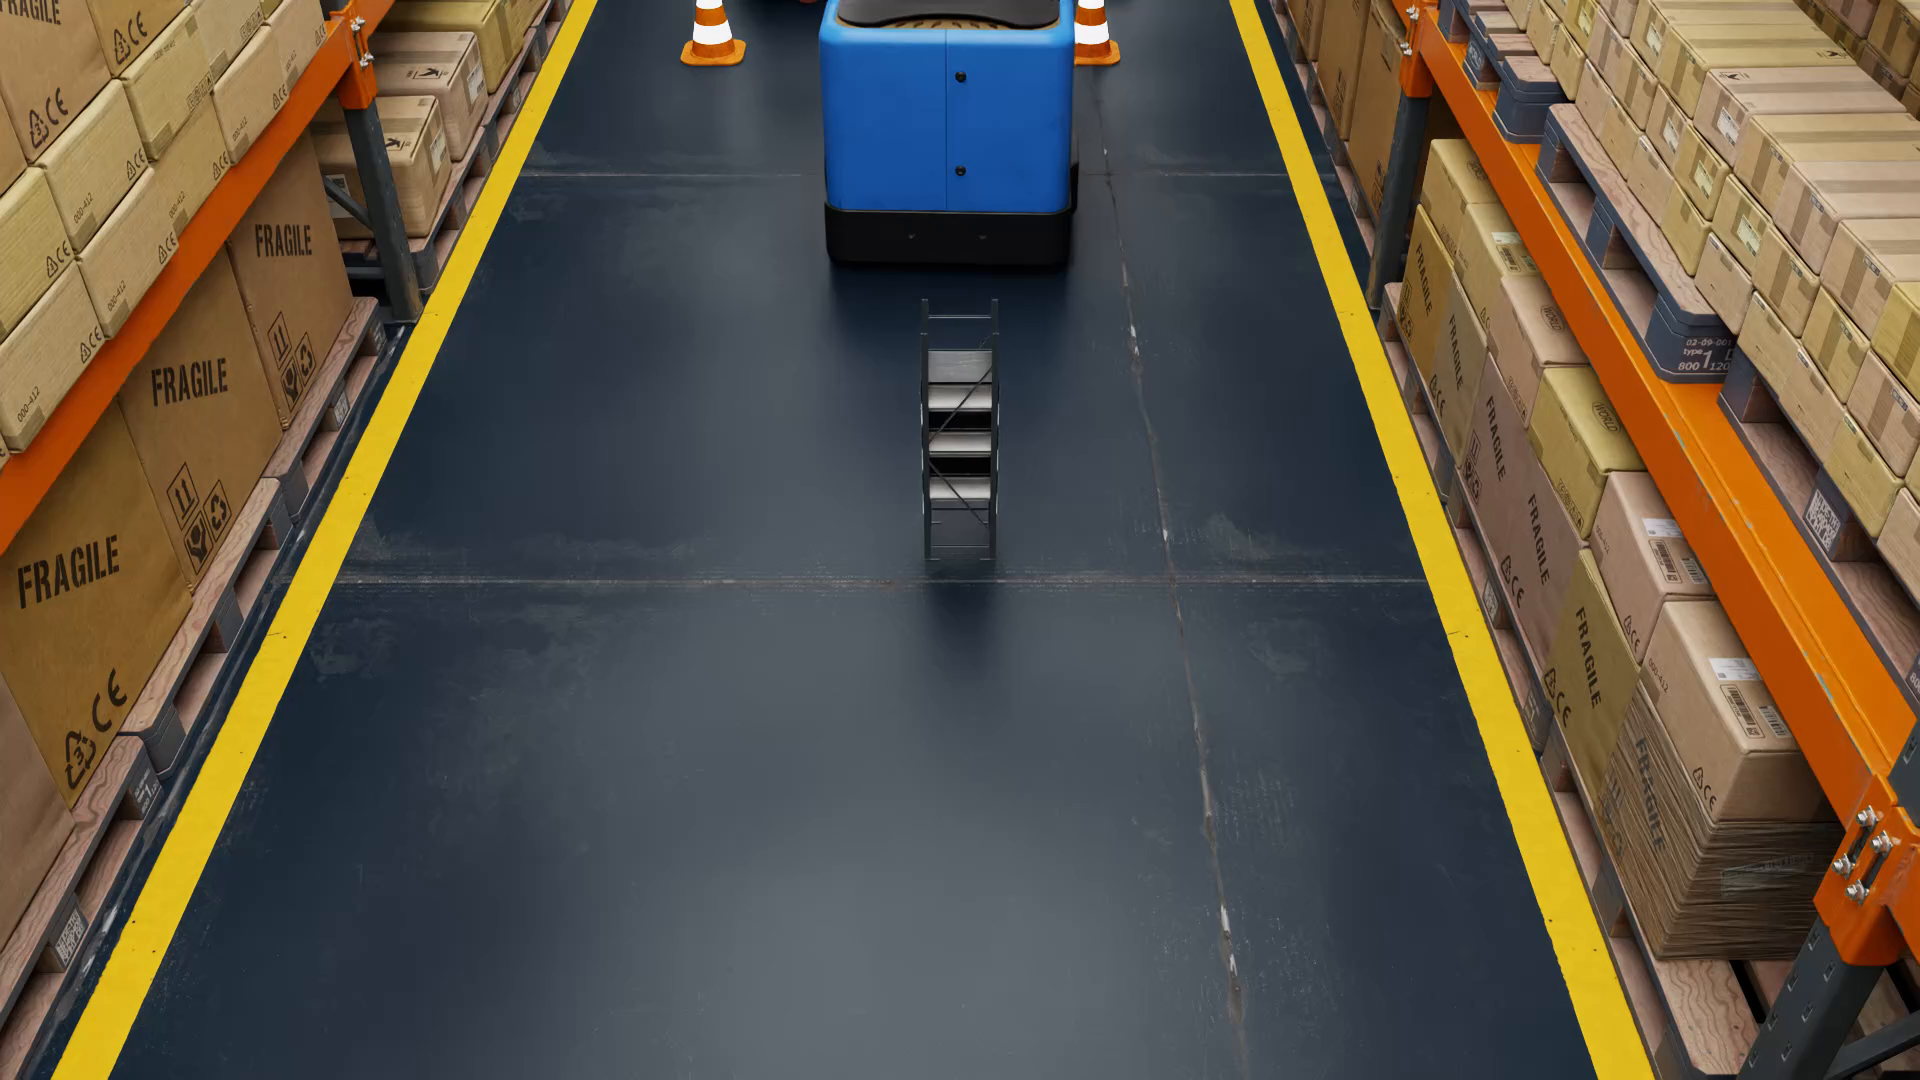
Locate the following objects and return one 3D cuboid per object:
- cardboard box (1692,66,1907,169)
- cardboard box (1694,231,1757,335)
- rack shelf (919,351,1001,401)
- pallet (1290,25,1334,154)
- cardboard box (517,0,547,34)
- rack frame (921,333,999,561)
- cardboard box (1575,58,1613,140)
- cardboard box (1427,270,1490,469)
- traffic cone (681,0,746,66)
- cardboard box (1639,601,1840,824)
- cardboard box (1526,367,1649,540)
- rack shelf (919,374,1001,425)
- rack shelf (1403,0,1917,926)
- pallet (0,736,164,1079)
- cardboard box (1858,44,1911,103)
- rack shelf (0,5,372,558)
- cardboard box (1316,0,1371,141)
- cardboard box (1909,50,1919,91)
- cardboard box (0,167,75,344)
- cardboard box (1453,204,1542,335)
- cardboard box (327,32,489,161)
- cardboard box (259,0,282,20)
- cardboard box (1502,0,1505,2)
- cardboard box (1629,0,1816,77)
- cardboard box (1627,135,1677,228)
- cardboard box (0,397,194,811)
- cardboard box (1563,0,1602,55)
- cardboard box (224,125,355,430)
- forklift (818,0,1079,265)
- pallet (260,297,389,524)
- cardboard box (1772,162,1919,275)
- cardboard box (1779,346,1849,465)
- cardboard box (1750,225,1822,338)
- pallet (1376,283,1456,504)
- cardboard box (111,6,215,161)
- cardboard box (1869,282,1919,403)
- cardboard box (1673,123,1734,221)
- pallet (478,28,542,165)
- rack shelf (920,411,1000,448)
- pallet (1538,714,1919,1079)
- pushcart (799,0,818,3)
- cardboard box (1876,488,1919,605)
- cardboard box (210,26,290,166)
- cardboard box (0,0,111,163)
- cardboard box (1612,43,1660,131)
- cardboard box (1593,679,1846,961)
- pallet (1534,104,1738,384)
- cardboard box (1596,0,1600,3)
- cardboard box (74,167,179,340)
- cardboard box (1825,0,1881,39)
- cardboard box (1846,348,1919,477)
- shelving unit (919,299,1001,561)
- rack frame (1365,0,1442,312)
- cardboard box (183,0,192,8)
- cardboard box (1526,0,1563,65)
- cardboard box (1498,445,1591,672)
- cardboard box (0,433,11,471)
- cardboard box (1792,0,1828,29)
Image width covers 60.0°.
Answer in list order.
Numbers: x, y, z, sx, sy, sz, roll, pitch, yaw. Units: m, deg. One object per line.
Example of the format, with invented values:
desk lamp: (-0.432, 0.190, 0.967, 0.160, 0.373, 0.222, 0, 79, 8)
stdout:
cardboard box: (2.020, -1.022, 4.016, 0.380, 0.149, 0.250, -2, 39, -2)
cardboard box: (2.012, -0.621, 3.992, 0.380, 0.149, 0.250, -2, 39, -2)
rack shelf: (0.000, -0.531, 5.314, 0.258, 0.077, 0.200, 0, 39, 0)
pallet: (2.287, -2.326, 8.483, 1.003, 0.211, 1.213, 0, 39, 0)
cardboard box: (-2.736, -2.955, 8.805, 0.950, 0.372, 0.625, 2, 39, 3)
rack frame: (0.000, -0.282, 5.383, 0.240, 0.900, 0.006, 0, 39, 0)
cardboard box: (2.016, -1.274, 4.806, 0.380, 0.149, 0.250, 1, 39, 1)
cardboard box: (1.961, -0.591, 5.752, 0.500, 0.500, 0.500, 0, 39, 0)
traffic cone: (-1.342, -2.830, 8.911, 0.336, 0.463, 0.334, 0, 39, 0)
cardboard box: (1.962, 0.395, 3.922, 0.500, 0.250, 0.500, -1, 39, -1)
cardboard box: (1.960, -0.257, 4.736, 0.500, 0.250, 0.500, -2, 39, -2)
rack shelf: (0.000, -0.461, 5.371, 0.258, 0.077, 0.200, 0, 39, 0)
rack shelf: (2.214, -0.628, 4.711, 1.077, 0.370, 4.000, 0, 39, 0)
pallet: (-2.810, 1.014, 4.316, 1.003, 0.211, 1.213, 0, 39, 0)
cardboard box: (2.671, -1.226, 4.509, 0.380, 0.149, 0.250, 1, 39, 1)
rack shelf: (-2.736, -0.562, 4.627, 1.077, 0.370, 4.000, 0, 39, 0)
cardboard box: (2.296, -2.373, 7.776, 1.050, 0.750, 0.750, 1, 39, 1)
cardboard box: (2.669, -1.180, 4.213, 0.380, 0.149, 0.250, 1, 39, 1)
cardboard box: (-2.455, -0.645, 3.877, 0.500, 0.250, 0.500, 0, 39, 1)
cardboard box: (1.971, -0.892, 5.528, 0.500, 0.250, 0.500, 0, 39, -1)
cardboard box: (-2.738, -2.046, 7.670, 0.950, 0.372, 0.625, -1, 39, -1)
cardboard box: (-2.484, -1.927, 5.476, 0.500, 0.250, 0.500, 0, 39, 0)
cardboard box: (2.010, -1.946, 5.644, 0.380, 0.149, 0.250, -1, 39, -1)
cardboard box: (2.021, -1.347, 4.421, 0.380, 0.149, 0.250, 1, 39, 1)
cardboard box: (2.013, -0.954, 4.407, 0.380, 0.149, 0.250, -1, 39, -2)
cardboard box: (-2.823, 0.121, 4.564, 0.875, 0.875, 0.875, 1, 39, 1)
cardboard box: (2.018, -1.545, 4.907, 0.380, 0.149, 0.250, 0, 39, 0)
cardboard box: (-2.821, -0.996, 5.957, 0.875, 0.875, 0.875, 0, 39, 0)
forklift: (-0.004, -3.218, 7.422, 1.130, 2.935, 3.031, 1, 39, 2)
pallet: (-2.813, -0.512, 6.220, 1.003, 0.211, 1.213, 0, 39, 0)
cardboard box: (2.020, -0.701, 3.616, 0.380, 0.149, 0.250, 0, 39, 0)
cardboard box: (2.018, -0.291, 3.579, 0.380, 0.149, 0.250, 0, 39, 0)
cardboard box: (2.015, -0.580, 3.702, 0.380, 0.149, 0.250, -1, 39, -2)
pallet: (2.211, -0.583, 6.309, 1.003, 0.211, 1.213, 0, 39, 0)
cardboard box: (-2.459, -1.286, 4.676, 0.500, 0.250, 0.500, -1, 39, -1)
cardboard box: (2.019, -0.375, 3.209, 0.380, 0.149, 0.250, -1, 39, -1)
cardboard box: (2.013, -0.913, 4.118, 0.380, 0.149, 0.250, 0, 39, 0)
pallet: (-2.736, -2.255, 8.395, 1.003, 0.211, 1.213, 0, 39, 0)
rack shelf: (0.000, -0.390, 5.427, 0.258, 0.077, 0.200, 0, 39, 0)
pallet: (2.214, 0.943, 4.405, 1.003, 0.211, 1.213, 0, 39, 0)
pushcart: (-0.463, -3.604, 9.946, 1.648, 0.377, 0.936, -13, 40, -16)
cardboard box: (2.018, 0.028, 3.182, 0.380, 0.149, 0.250, -1, 39, -1)
cardboard box: (-2.462, -1.399, 5.217, 0.500, 0.250, 0.500, 1, 39, 1)
cardboard box: (-2.480, -1.251, 4.033, 0.500, 0.500, 0.500, -1, 39, -1)
cardboard box: (2.014, -1.234, 4.518, 0.380, 0.149, 0.250, 0, 39, 0)
cardboard box: (1.963, 0.690, 4.153, 0.500, 0.500, 0.500, -1, 39, -1)
pallet: (2.255, -0.847, 4.562, 1.003, 0.211, 1.213, 0, 39, 0)
cardboard box: (2.017, -1.682, 4.839, 0.380, 0.149, 0.250, -2, 39, -2)
cardboard box: (-2.448, -0.765, 4.426, 0.500, 0.250, 0.500, -1, 39, -1)
cardboard box: (2.667, -1.513, 4.629, 0.380, 0.149, 0.250, 0, 39, 0)
cardboard box: (2.017, -0.254, 3.295, 0.380, 0.149, 0.250, 0, 39, 0)
shelving unit: (0.000, -0.346, 5.462, 0.258, 0.900, 0.210, 0, 39, 0)
rack frame: (2.211, -2.160, 6.046, 1.000, 3.000, 0.127, 0, 39, 0)
cardboard box: (-2.467, -1.878, 4.816, 0.500, 0.500, 0.500, 1, 39, 1)
cardboard box: (2.011, -1.609, 5.224, 0.380, 0.149, 0.250, 2, 39, 2)
cardboard box: (1.967, 0.049, 4.953, 0.500, 0.500, 0.500, -1, 39, -1)
cardboard box: (-2.472, -0.132, 3.636, 0.500, 0.250, 0.500, -1, 39, -1)
cardboard box: (2.672, -1.545, 4.907, 0.380, 0.149, 0.250, 0, 39, 0)
